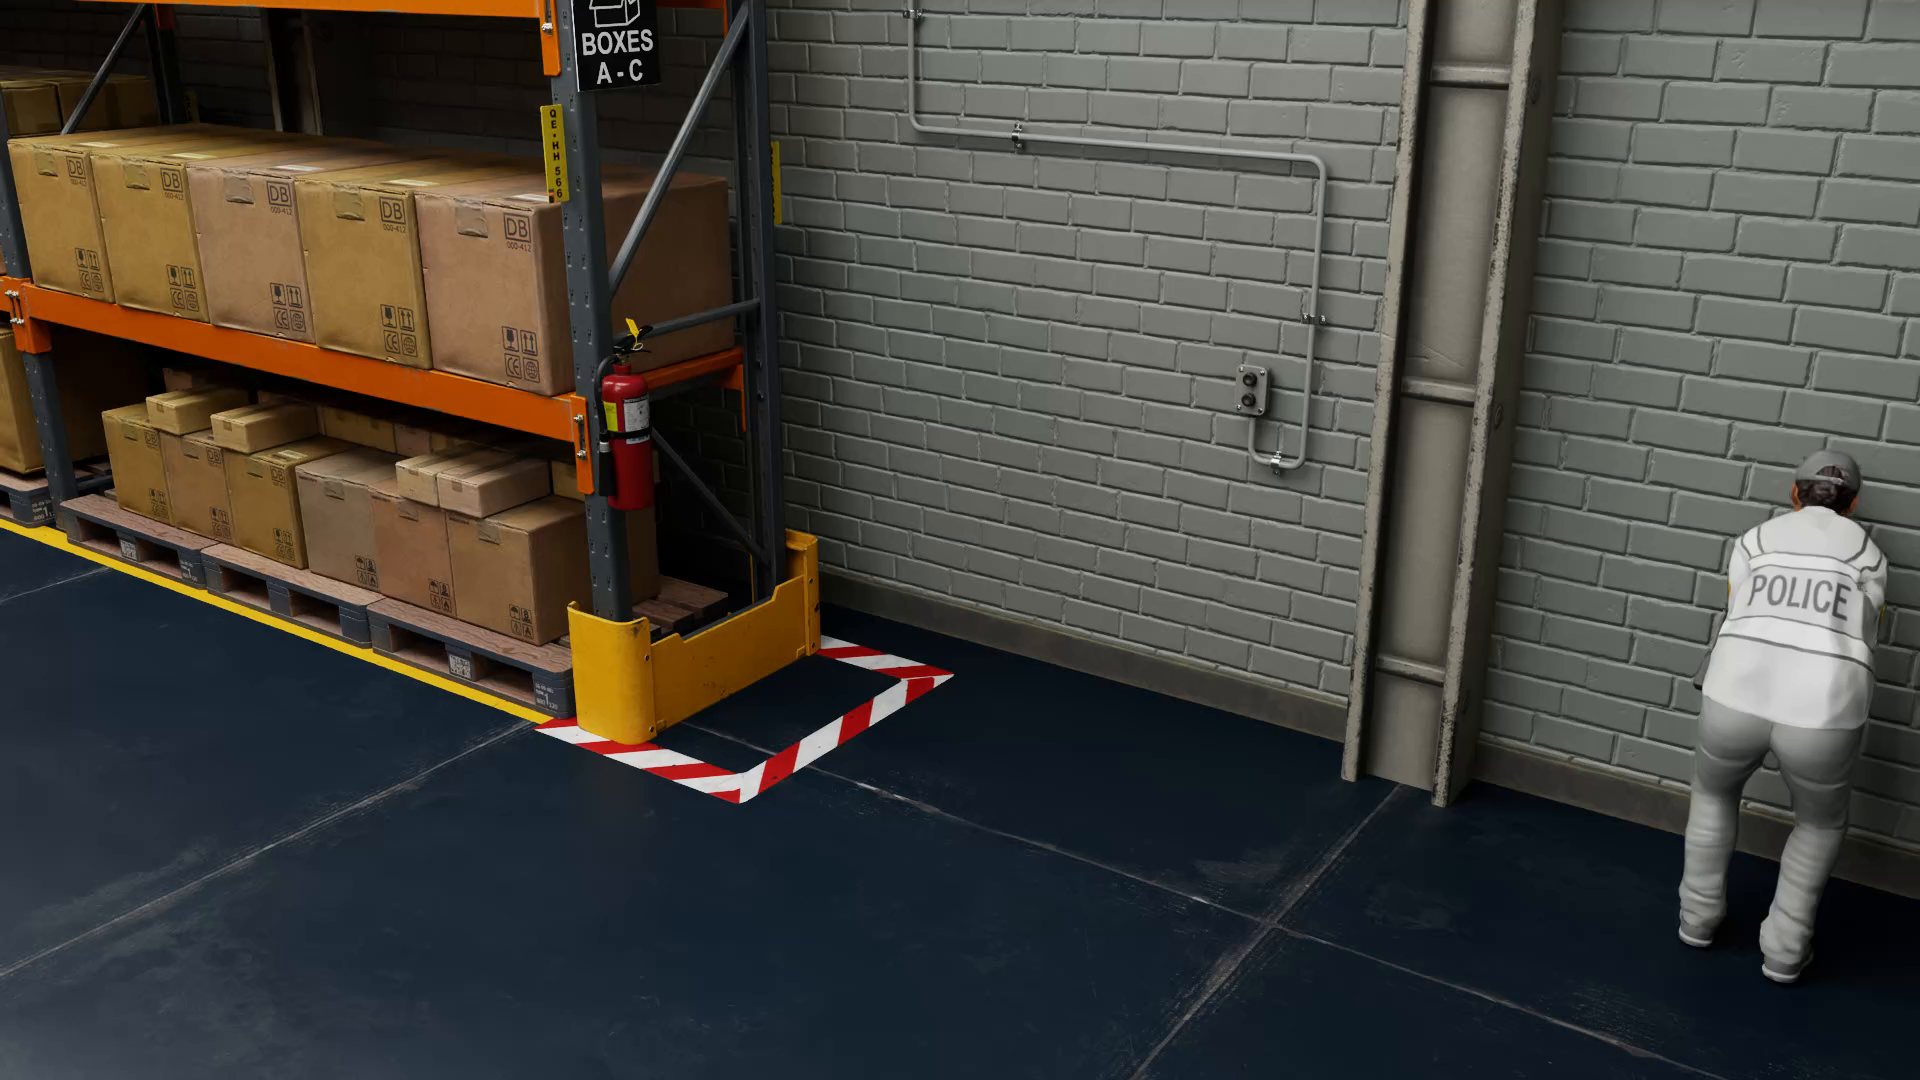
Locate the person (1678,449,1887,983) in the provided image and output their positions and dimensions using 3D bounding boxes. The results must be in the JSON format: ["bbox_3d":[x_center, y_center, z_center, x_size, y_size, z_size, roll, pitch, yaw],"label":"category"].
[{"bbox_3d":[2.442,0.509,4.929,0.457,1.494,0.773,12,23,31],"label":"person"}]
